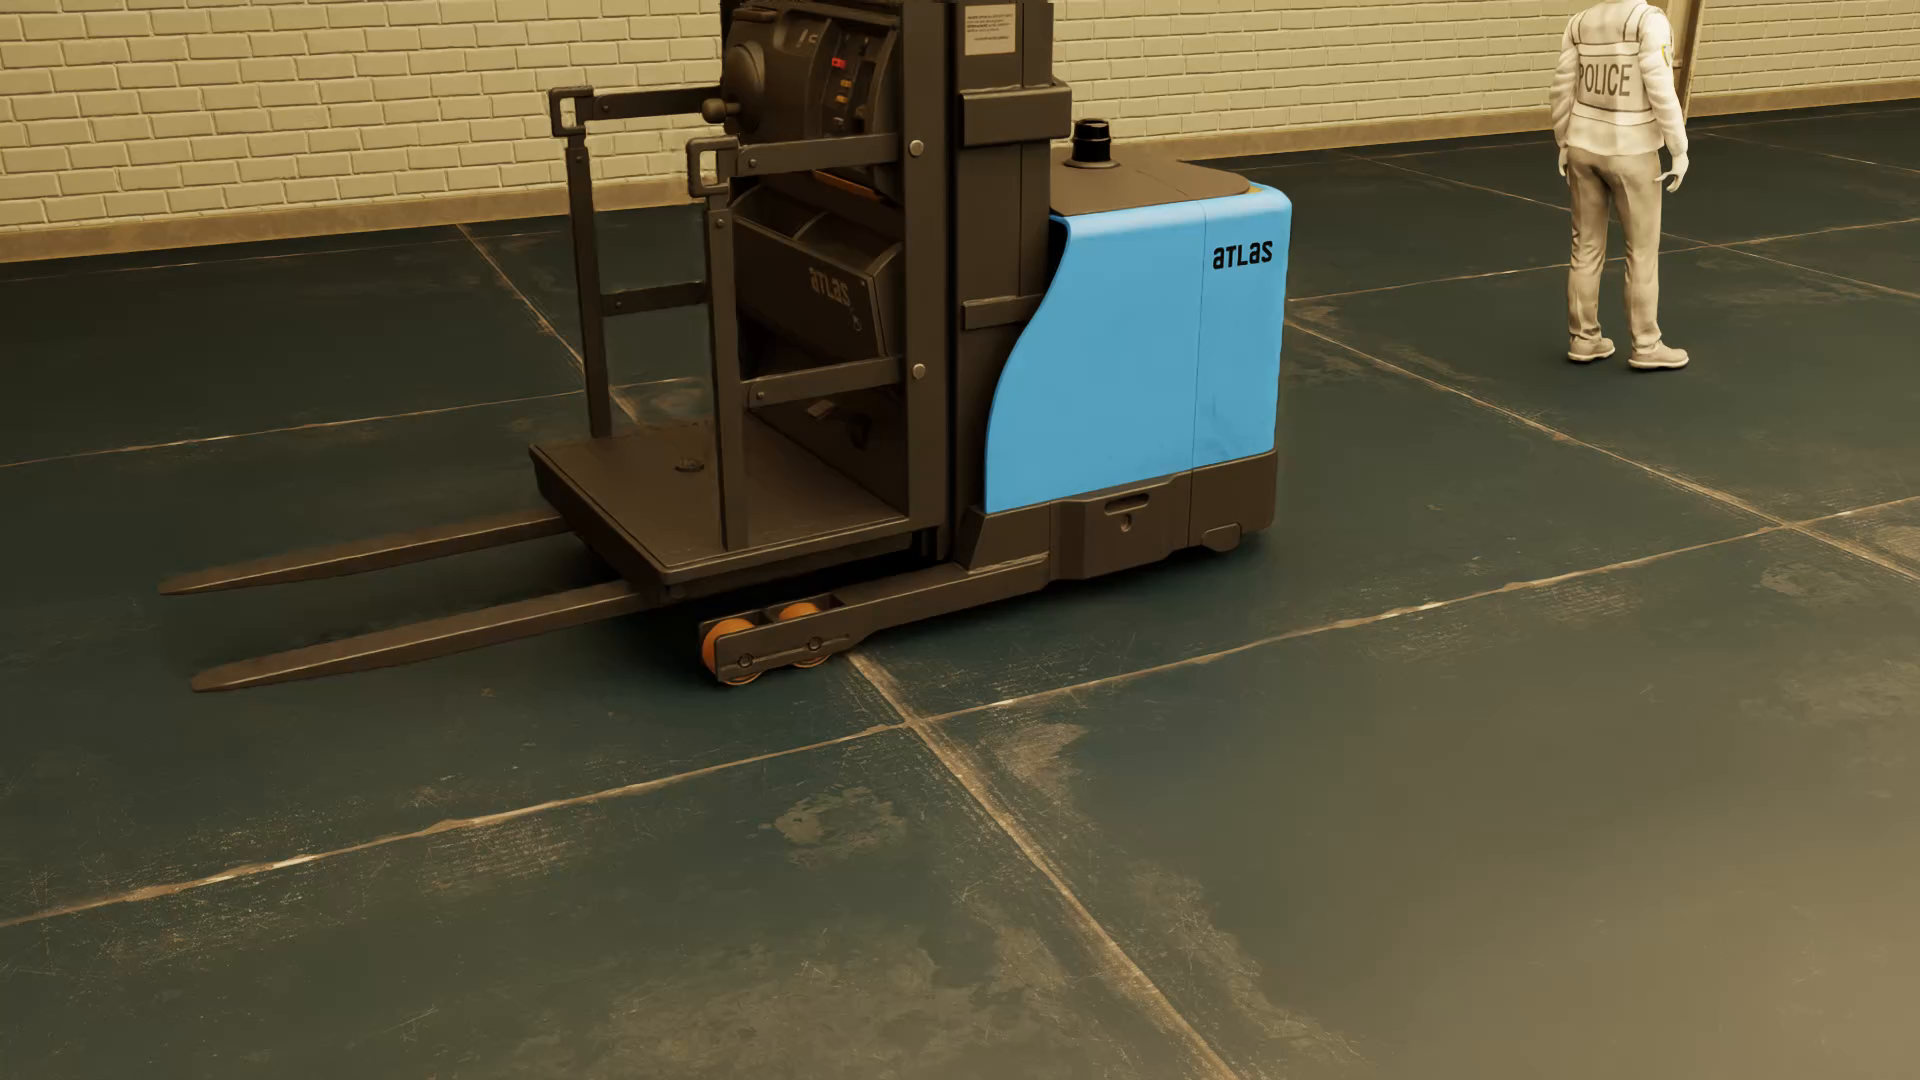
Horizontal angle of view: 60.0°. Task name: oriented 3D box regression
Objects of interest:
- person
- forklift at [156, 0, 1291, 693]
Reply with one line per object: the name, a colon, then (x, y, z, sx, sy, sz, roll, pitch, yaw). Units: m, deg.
person: (2.628, -1.536, 6.576, 0.532, 1.695, 0.586, -15, 27, -32)
forklift: (-0.579, -1.216, 4.213, 3.031, 2.935, 1.130, -13, 26, -28)
